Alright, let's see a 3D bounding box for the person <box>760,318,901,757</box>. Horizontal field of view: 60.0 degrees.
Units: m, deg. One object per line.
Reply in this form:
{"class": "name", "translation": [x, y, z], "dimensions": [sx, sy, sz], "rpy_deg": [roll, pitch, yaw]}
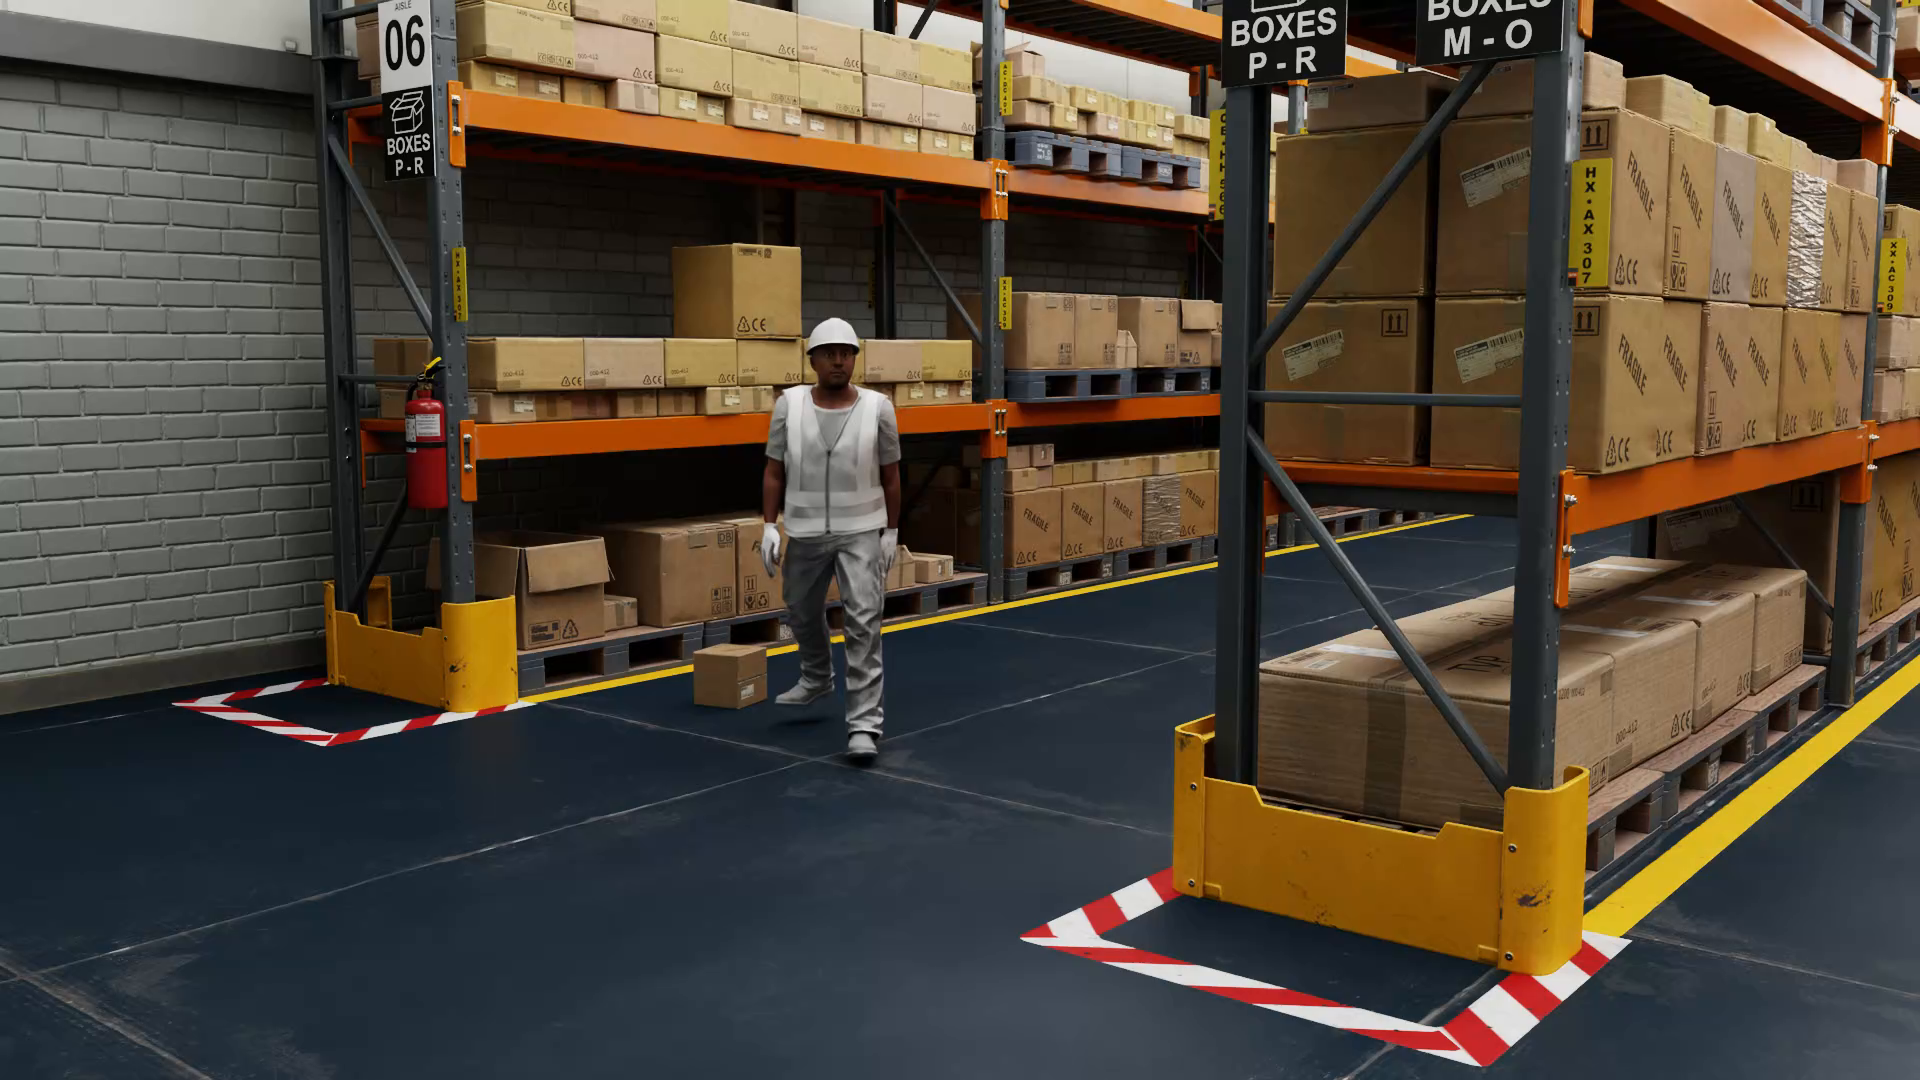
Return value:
{"class": "person", "translation": [-0.543, -0.028, 6.900], "dimensions": [0.597, 1.767, 0.954], "rpy_deg": [1, 7, 6]}
